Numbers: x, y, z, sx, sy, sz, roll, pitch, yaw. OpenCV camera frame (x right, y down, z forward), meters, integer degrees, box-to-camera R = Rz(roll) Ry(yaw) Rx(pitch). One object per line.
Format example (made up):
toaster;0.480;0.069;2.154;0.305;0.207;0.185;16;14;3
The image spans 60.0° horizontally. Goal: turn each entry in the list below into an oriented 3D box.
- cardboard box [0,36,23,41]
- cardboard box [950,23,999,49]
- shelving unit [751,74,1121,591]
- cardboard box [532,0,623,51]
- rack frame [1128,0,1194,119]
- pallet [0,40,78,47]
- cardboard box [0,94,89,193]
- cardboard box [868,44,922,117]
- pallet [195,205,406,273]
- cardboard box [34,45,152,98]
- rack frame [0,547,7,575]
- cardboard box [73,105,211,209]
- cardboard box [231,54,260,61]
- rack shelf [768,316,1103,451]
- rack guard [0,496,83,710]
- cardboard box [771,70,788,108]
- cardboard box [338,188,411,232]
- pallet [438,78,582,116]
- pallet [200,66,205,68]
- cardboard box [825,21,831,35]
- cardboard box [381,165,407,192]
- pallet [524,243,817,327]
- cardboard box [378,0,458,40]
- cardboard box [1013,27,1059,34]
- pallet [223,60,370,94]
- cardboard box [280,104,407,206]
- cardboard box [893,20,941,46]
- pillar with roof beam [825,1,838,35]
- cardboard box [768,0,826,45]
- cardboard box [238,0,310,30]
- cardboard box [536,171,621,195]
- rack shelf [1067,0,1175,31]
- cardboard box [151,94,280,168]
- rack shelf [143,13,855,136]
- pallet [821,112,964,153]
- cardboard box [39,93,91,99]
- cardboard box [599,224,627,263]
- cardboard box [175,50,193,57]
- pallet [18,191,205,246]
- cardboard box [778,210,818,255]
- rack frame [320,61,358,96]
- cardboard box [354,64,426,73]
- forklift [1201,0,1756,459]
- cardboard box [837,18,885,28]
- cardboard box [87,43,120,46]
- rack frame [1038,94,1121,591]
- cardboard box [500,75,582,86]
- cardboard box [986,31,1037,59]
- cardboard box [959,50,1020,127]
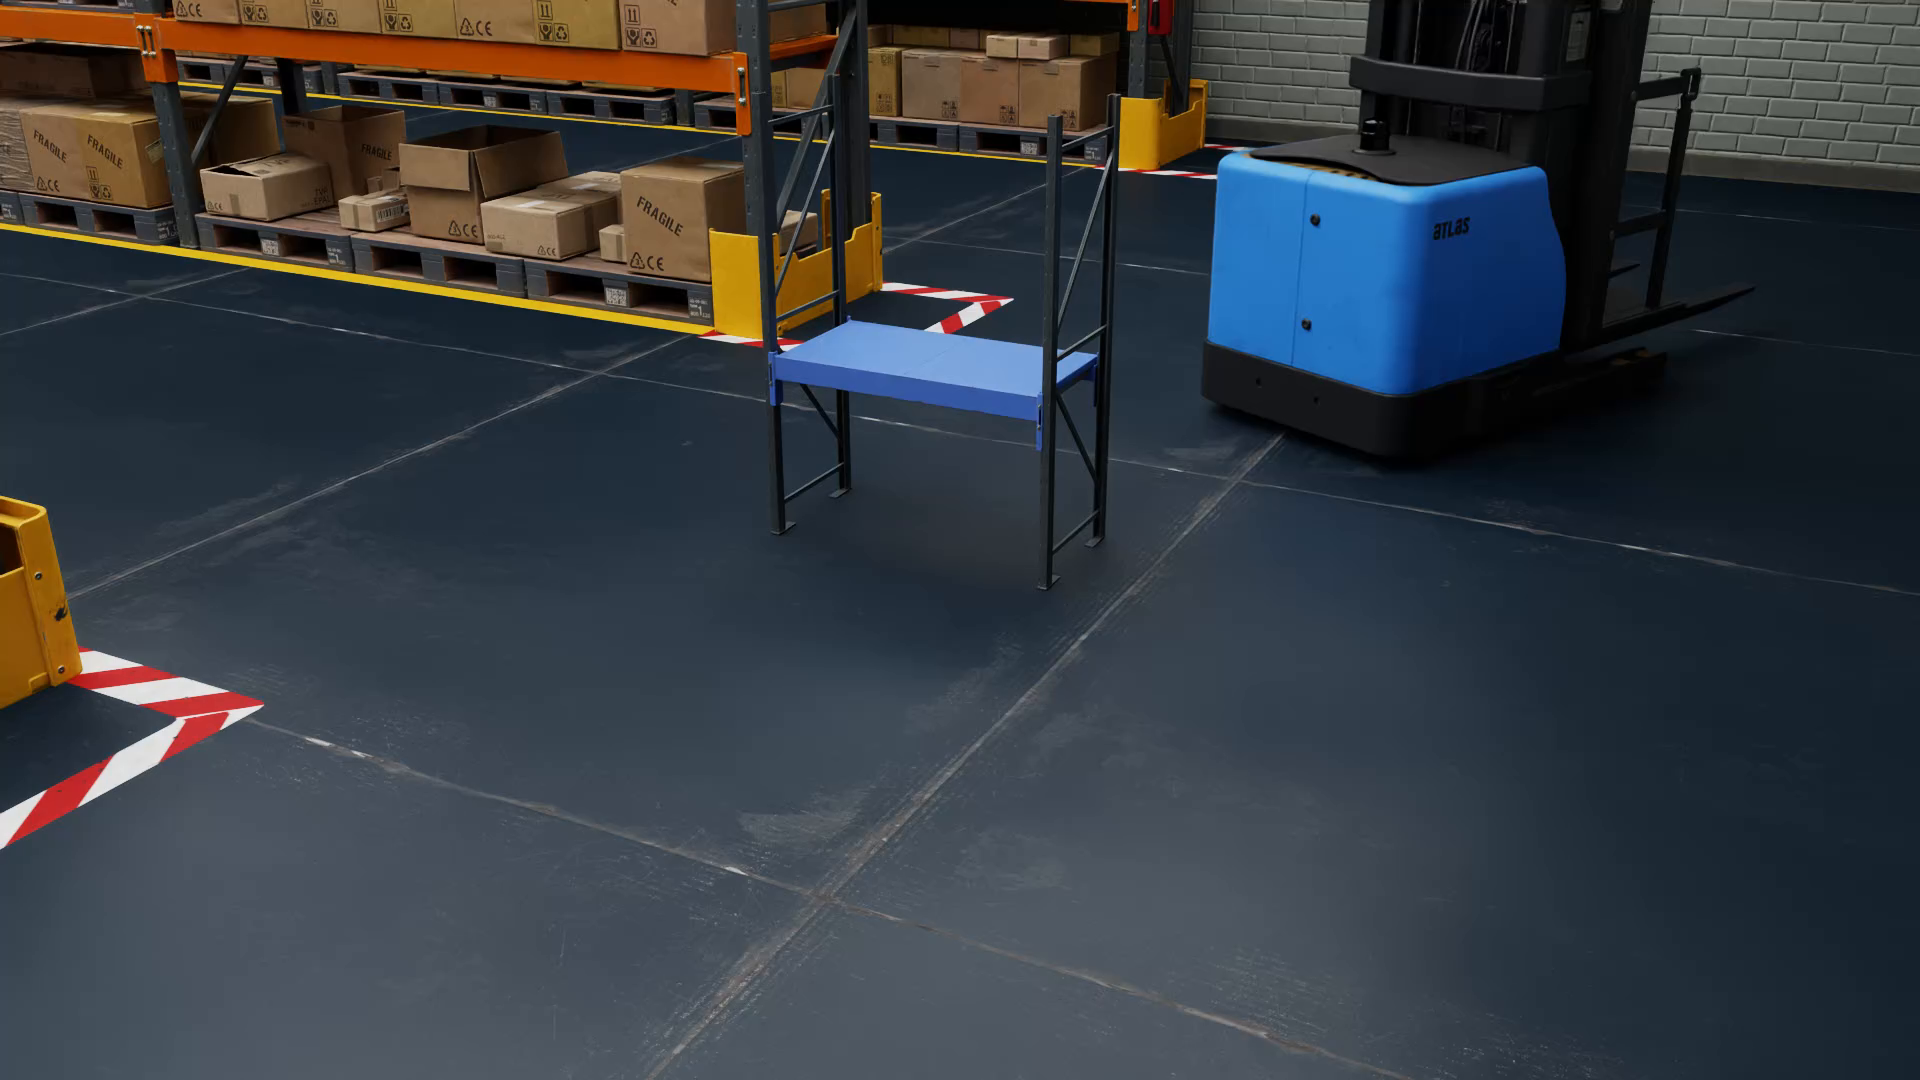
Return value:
cardboard box;-10.163;-5.630;17.787;0.500;0.500;0.500;9;25;21
cardboard box;0.119;-3.945;13.023;0.250;0.149;0.380;12;26;25
shelving unit;-0.076;-0.705;5.492;1.048;1.500;0.538;11;25;25
cardboard box;-1.729;-2.679;8.089;0.500;0.500;0.500;11;26;25
rack frame;1.490;-4.289;12.003;0.127;3.000;1.000;11;25;25
pallet;-9.835;-5.231;17.781;1.213;0.211;1.003;11;25;25
cardboard box;-5.766;-2.483;10.388;0.500;0.500;0.500;12;26;25
cardboard box;-0.555;-3.689;13.250;0.500;0.500;0.700;12;26;26
pallet;-3.699;-1.860;9.854;1.213;0.211;1.003;11;25;25
cardboard box;-5.526;-3.009;10.667;0.500;0.250;0.500;11;26;25
rack frame;-2.980;-0.829;3.867;0.127;3.000;1.000;11;25;25
cardboard box;-4.881;-2.304;9.967;0.500;0.500;0.500;11;25;24
cardboard box;-6.723;-4.995;16.293;0.500;0.500;0.700;11;25;24
rack shelf;-0.076;-0.540;5.562;1.000;0.185;0.538;11;25;25
rack guard;-2.953;0.321;4.357;0.348;0.500;1.175;11;25;25
cardboard box;-1.459;-3.871;13.676;0.500;0.500;0.700;12;26;25
cardboard box;-3.258;-1.865;9.360;0.250;0.166;0.380;11;25;25
pallet;-3.895;-4.037;14.974;1.213;0.211;1.003;11;25;25
pallet;-8.524;-4.988;17.209;1.213;0.211;1.003;11;25;25
cardboard box;-1.235;-4.045;13.257;0.250;0.149;0.380;12;26;26
cardboard box;-3.006;-2.096;9.719;0.500;0.311;0.500;11;25;25
pallet;-1.522;-1.429;8.841;1.213;0.211;1.003;11;25;25
cardboard box;-2.621;-2.858;8.510;0.500;0.500;0.500;11;25;24
cardboard box;0.569;-3.856;12.814;0.250;0.149;0.380;11;26;25
pallet;-6.346;-4.557;16.196;1.213;0.211;1.003;11;25;25
cardboard box;-3.675;-2.315;9.994;0.500;0.500;0.500;11;25;25
cardboard box;-0.336;-4.035;13.235;0.250;0.149;0.380;11;25;24
pillar with roof beam;-3.007;-6.431;9.374;0.400;9.000;9.100;11;25;25
cardboard box;-1.019;-2.775;8.315;0.500;0.500;0.500;12;26;26
cardboard box;-3.521;-3.036;8.929;0.500;0.500;0.500;12;26;25
cardboard box;-1.992;-1.867;9.259;0.500;0.250;0.500;11;25;25
rack shelf;-0.295;-4.311;12.974;4.000;0.370;1.077;11;25;25
cardboard box;-4.633;-2.488;10.398;0.500;0.500;0.500;10;25;22
rack shelf;-2.527;-2.581;8.905;4.000;0.370;1.077;11;25;25
pallet;-0.344;-3.336;13.324;1.213;0.211;1.003;11;25;25
cardboard box;-5.557;-2.669;10.824;0.500;0.500;0.500;12;26;25
cardboard box;-1.659;-1.570;8.667;0.250;0.166;0.380;11;25;25
cardboard box;-7.634;-5.158;16.678;0.500;0.500;0.700;12;26;25
pallet;-5.055;-2.112;10.447;1.213;0.211;1.003;11;25;25
cardboard box;-0.960;-1.643;8.861;0.250;0.149;0.380;11;25;25
rack frame;-5.649;-5.702;15.325;0.127;3.000;1.000;11;25;25
cardboard box;-5.052;-4.730;15.250;0.750;0.750;0.750;11;25;24
forklift;2.481;-2.112;6.970;3.031;2.935;1.130;-17;29;-35
cardboard box;-0.792;-4.126;13.447;0.250;0.149;0.380;10;25;23
cardboard box;-8.555;-5.336;17.097;0.500;0.500;0.700;12;26;26
rack frame;0.378;-0.615;5.281;0.032;1.500;0.500;11;25;25
cardboard box;-3.513;-4.425;14.532;0.750;0.750;0.750;12;26;26
cardboard box;0.395;-3.723;12.501;0.250;0.149;0.380;12;26;26
cardboard box;0.374;-3.509;12.826;0.500;0.500;0.700;11;25;24
